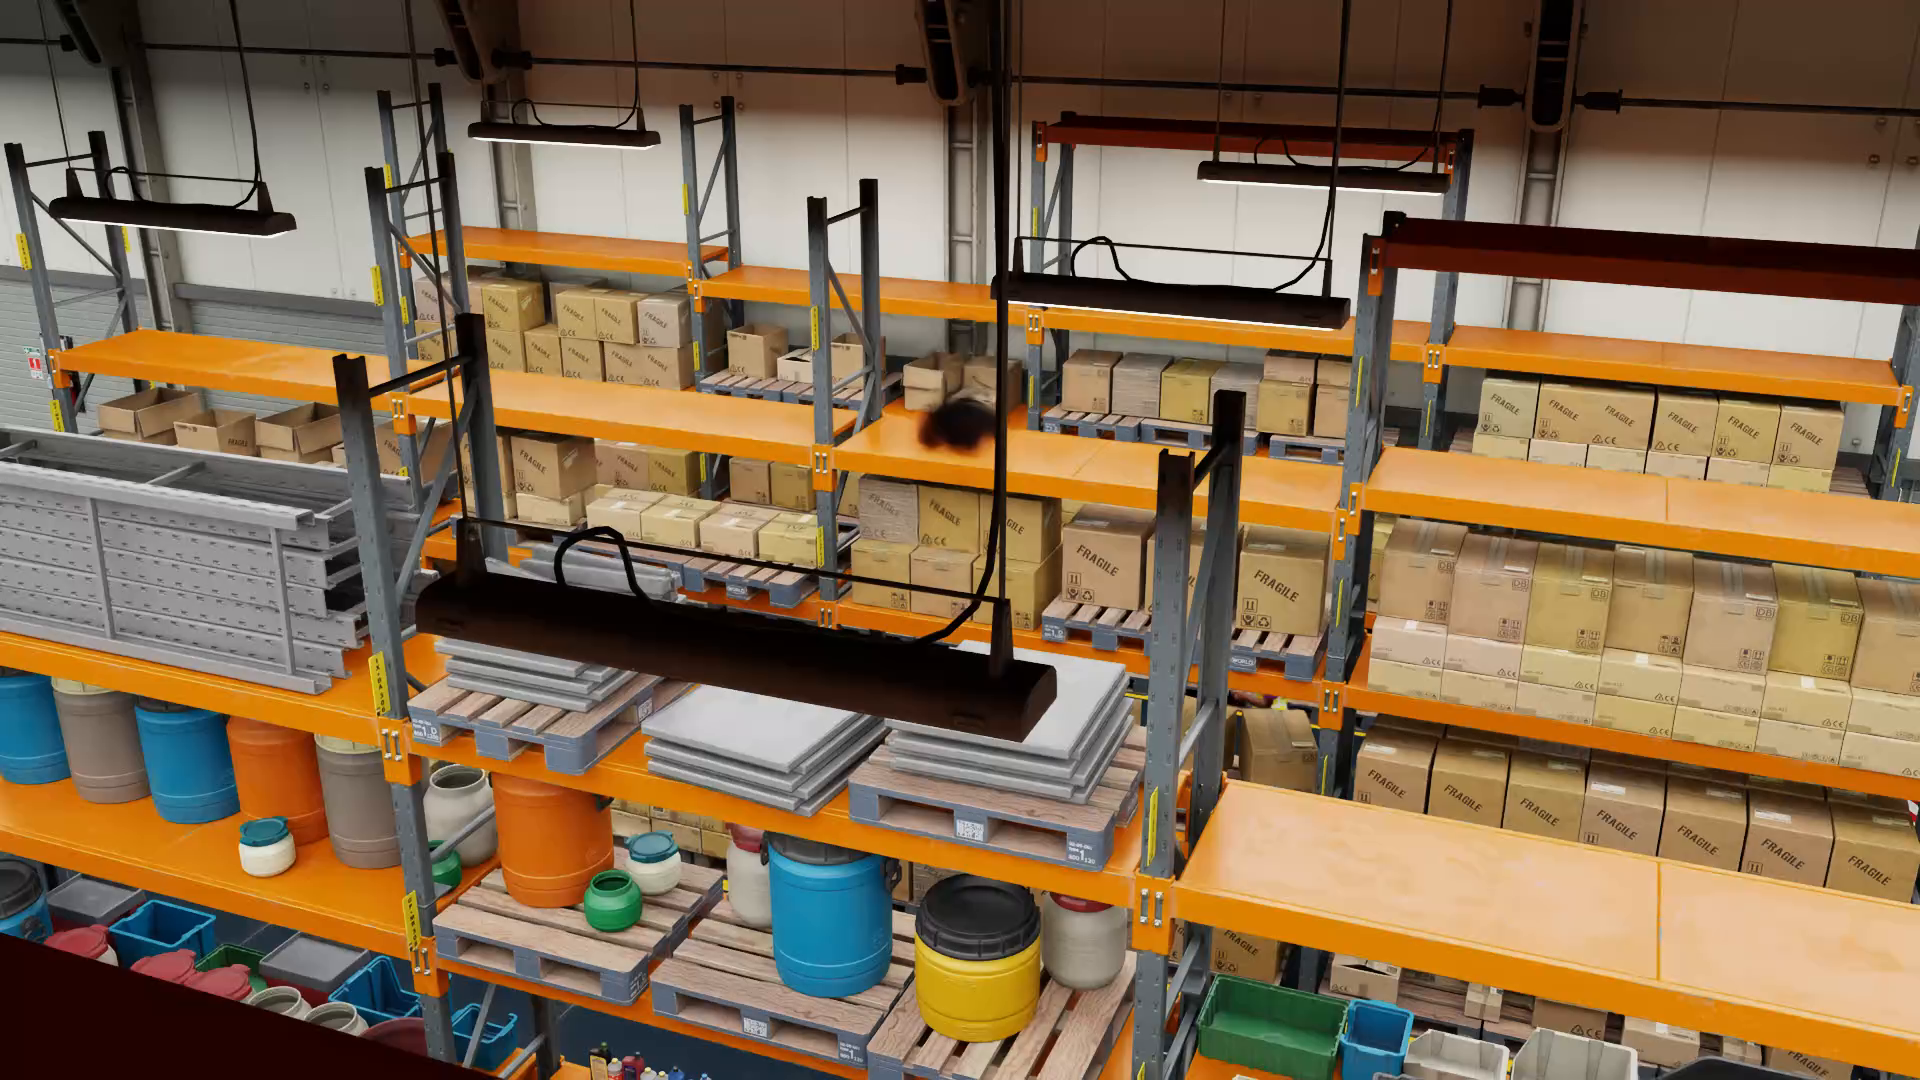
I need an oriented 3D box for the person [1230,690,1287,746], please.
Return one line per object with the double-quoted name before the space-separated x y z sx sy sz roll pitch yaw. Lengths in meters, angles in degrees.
"person" 2.883 1.636 15.624 0.683 1.754 0.689 6 22 15
